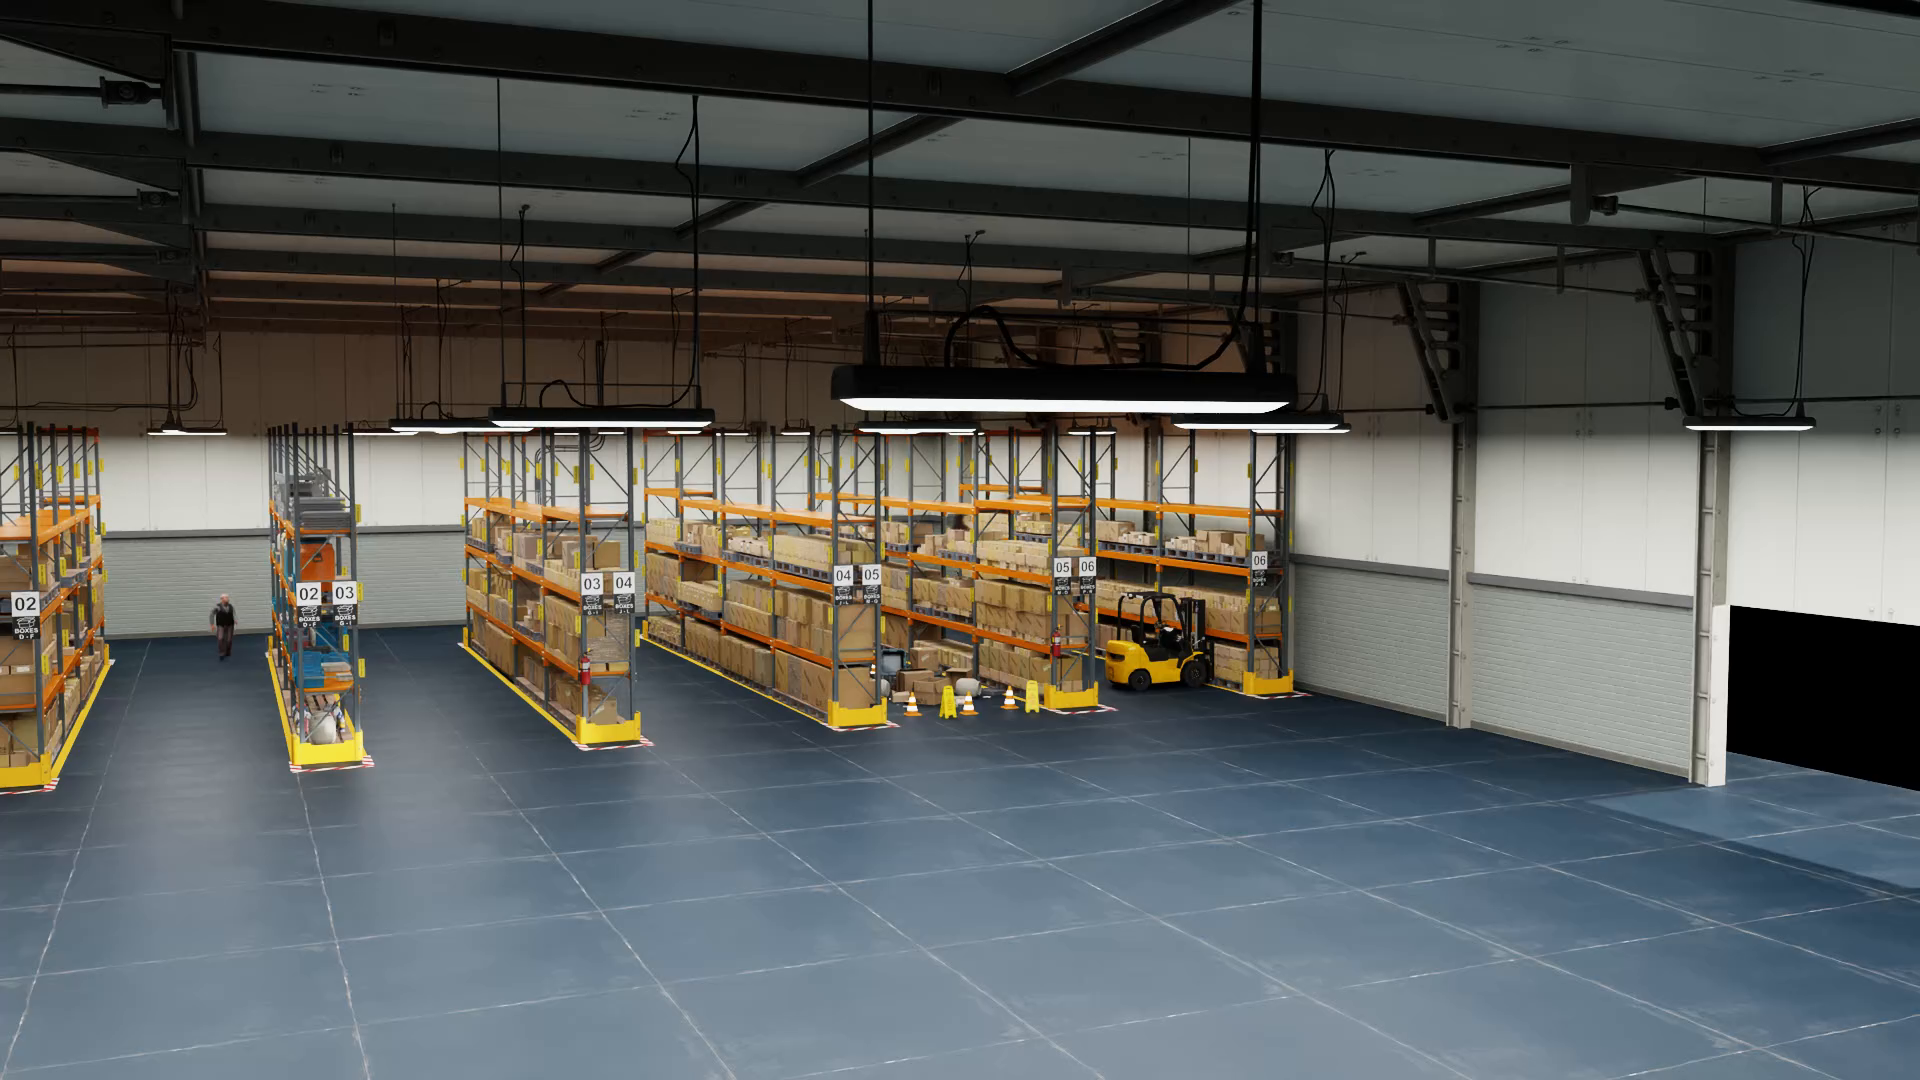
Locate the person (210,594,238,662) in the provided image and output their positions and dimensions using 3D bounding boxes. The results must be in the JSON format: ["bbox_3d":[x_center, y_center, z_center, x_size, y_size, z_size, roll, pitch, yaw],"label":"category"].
[{"bbox_3d":[-19.096,2.265,43.147,0.662,1.725,0.940,-1,4,-22],"label":"person"}]
